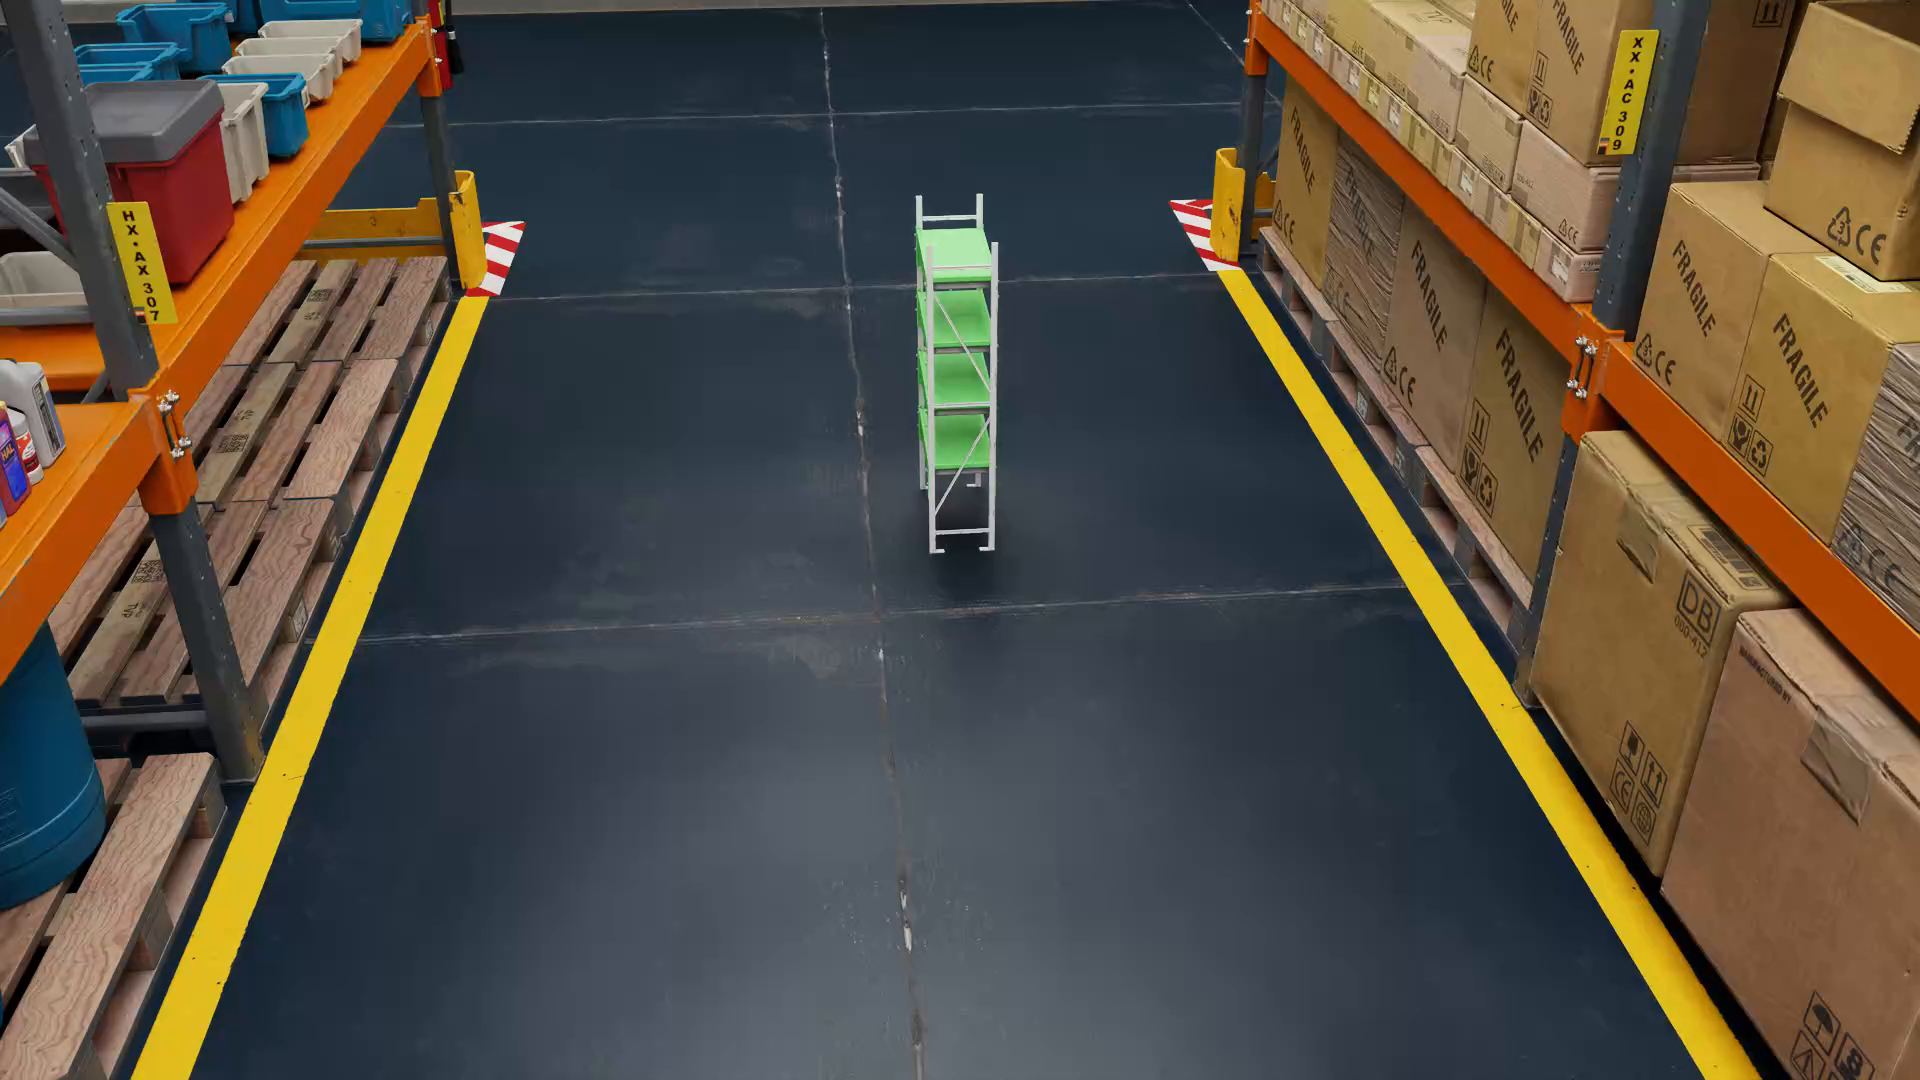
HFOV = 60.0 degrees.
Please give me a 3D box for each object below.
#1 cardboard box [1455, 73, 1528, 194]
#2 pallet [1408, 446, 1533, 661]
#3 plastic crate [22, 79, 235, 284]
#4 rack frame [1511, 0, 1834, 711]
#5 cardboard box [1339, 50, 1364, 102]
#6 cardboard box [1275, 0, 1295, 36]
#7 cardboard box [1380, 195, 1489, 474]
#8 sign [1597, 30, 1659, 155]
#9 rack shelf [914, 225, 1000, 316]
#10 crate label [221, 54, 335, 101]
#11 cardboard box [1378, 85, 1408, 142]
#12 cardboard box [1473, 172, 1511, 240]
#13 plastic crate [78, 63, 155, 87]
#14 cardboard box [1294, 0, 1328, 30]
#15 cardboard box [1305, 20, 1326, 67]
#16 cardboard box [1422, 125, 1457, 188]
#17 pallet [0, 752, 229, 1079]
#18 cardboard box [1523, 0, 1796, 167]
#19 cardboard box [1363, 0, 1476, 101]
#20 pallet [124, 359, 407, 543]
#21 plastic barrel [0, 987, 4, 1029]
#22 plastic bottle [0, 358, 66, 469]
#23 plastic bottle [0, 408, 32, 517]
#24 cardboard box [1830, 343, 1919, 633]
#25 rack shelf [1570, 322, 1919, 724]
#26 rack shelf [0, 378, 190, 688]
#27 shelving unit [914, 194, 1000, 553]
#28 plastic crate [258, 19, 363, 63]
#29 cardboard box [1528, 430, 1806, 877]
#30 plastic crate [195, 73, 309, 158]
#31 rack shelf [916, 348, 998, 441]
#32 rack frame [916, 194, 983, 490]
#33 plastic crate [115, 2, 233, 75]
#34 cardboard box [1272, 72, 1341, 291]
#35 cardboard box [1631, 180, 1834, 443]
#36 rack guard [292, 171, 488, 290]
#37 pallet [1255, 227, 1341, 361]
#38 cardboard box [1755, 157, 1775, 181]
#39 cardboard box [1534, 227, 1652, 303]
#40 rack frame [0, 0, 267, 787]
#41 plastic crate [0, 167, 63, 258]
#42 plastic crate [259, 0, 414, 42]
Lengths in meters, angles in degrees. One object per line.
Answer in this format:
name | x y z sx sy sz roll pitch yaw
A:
cardboard box | 1.951 -1.335 5.415 0.500 0.250 0.500 -2 31 -3
pallet | 2.312 0.011 6.026 1.003 0.211 1.213 -3 31 -5
plastic crate | -2.460 -1.078 5.009 0.402 0.464 0.583 -3 31 -5
rack frame | 2.305 -0.794 4.655 1.000 3.000 0.127 -3 31 -5
cardboard box | 1.758 -1.875 6.709 0.380 0.149 0.250 -3 31 -5
cardboard box | 1.661 -2.401 7.589 0.380 0.149 0.250 -3 31 -5
cardboard box | 2.239 -0.863 6.432 0.875 0.875 0.875 -3 31 -5
sign | 1.752 -1.173 4.367 0.100 0.325 0.005 -3 31 -5
rack shelf | -0.015 -0.957 5.870 0.258 0.148 0.480 -3 31 -5
crate label | -2.681 -1.814 6.561 0.396 0.136 0.243 -3 31 -5
cardboard box | 1.807 -1.613 6.269 0.380 0.149 0.250 -2 31 -4
cardboard box | 1.902 -1.089 5.393 0.380 0.149 0.250 -3 31 -5
plastic crate | -3.154 -1.586 6.085 0.416 0.233 0.300 -3 31 -5
cardboard box | 1.762 -2.377 7.160 0.500 0.250 0.500 -3 31 -5
cardboard box | 1.711 -2.137 7.147 0.380 0.149 0.250 -3 31 -5
cardboard box | 1.854 -1.352 5.833 0.380 0.149 0.250 -2 31 -4
pallet | -2.596 1.036 4.310 1.003 0.211 1.213 -3 31 -5
cardboard box | 1.996 -1.401 4.796 0.500 0.500 0.500 -2 31 -3
cardboard box | 1.860 -1.854 6.285 0.500 0.250 0.500 -3 31 -6
pallet | -2.851 -0.358 6.643 1.003 0.211 1.213 -3 31 -5
plastic barrel | -2.526 0.804 3.616 0.600 0.901 0.708 -3 31 -5
plastic bottle | -2.268 -0.318 3.978 0.152 0.276 0.135 -3 31 -5
plastic bottle | -2.201 -0.205 3.782 0.061 0.283 0.133 -3 31 -5
cardboard box | 2.193 -0.078 3.358 0.500 0.500 0.500 -3 31 -6
rack shelf | 2.492 0.536 3.130 1.077 0.370 4.000 -3 31 -5
rack shelf | -2.440 0.773 2.732 1.077 0.370 4.000 -3 31 -5
shelving unit | -0.015 -0.600 6.084 0.258 1.200 0.503 -3 31 -5
plastic crate | -2.744 -2.104 7.046 0.396 0.136 0.243 -3 31 -5
cardboard box | 2.384 0.263 4.546 1.225 0.875 0.875 -3 31 -4
plastic crate | -2.553 -1.517 5.969 0.416 0.233 0.300 -3 31 -5
rack shelf | -0.015 -0.545 6.117 0.258 0.148 0.480 -3 31 -5
rack frame | -0.038 -0.724 6.292 0.240 1.200 0.015 -3 31 -5
plastic crate | -3.243 -2.075 6.904 0.416 0.233 0.300 -3 31 -5
cardboard box | 2.070 -1.782 7.970 0.875 0.875 0.875 -3 31 -5
cardboard box | 2.099 -0.590 4.216 0.500 0.500 0.500 -3 31 -4
rack guard | -3.015 -1.538 8.337 1.175 0.500 0.348 -3 31 -5
pallet | 2.084 -1.235 8.112 1.003 0.211 1.213 -3 31 -5
cardboard box | 2.522 -1.110 5.039 0.500 0.250 0.500 -3 31 -5
cardboard box | 1.950 -0.826 4.953 0.380 0.149 0.250 -3 31 -4
rack frame | -2.627 -0.557 4.257 1.000 3.000 0.127 -3 31 -5
plastic crate | -2.999 -1.023 5.248 0.437 0.125 0.590 -3 31 -5
plastic crate | -2.783 -2.478 7.381 0.616 0.435 0.499 -3 31 -5
